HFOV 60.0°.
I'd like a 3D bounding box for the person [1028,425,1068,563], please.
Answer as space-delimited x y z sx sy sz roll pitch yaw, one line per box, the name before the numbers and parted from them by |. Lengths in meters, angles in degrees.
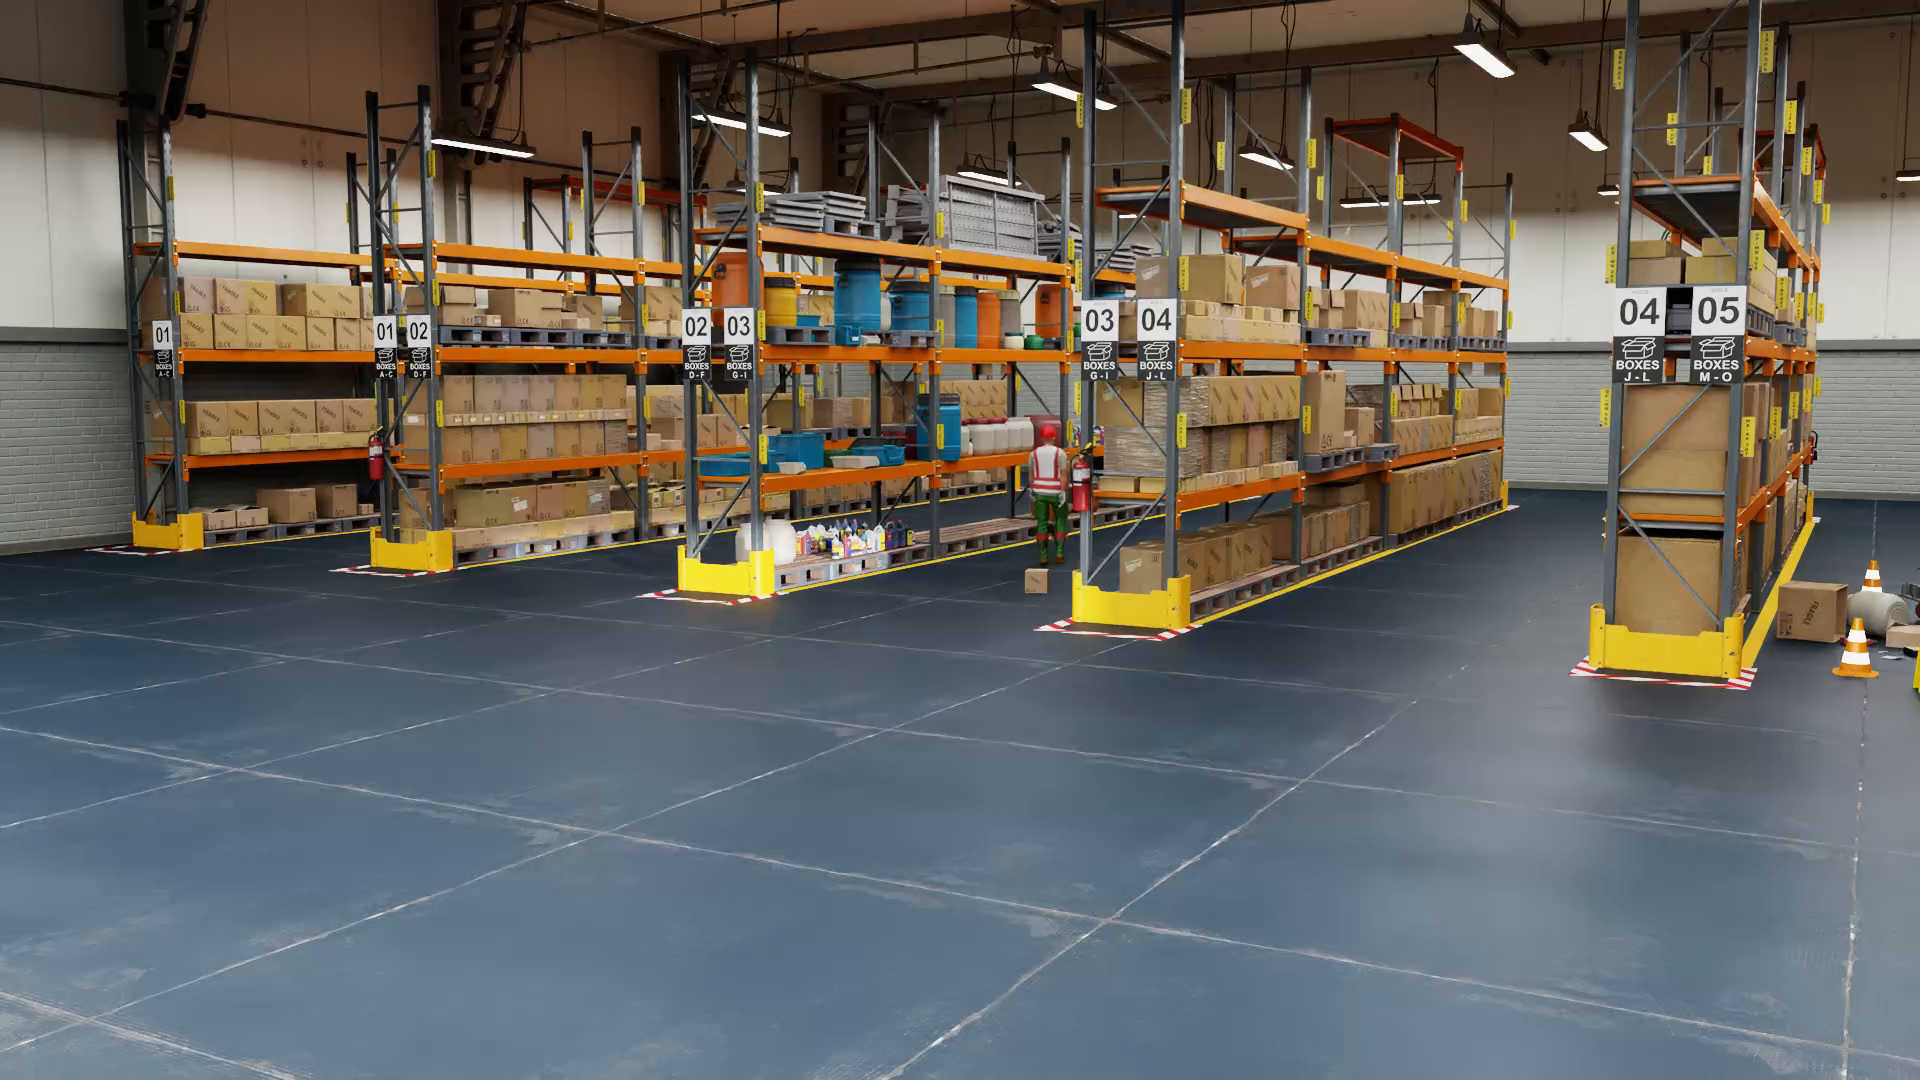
person | 1.161 -0.576 21.677 0.535 1.847 0.621 1 6 12
